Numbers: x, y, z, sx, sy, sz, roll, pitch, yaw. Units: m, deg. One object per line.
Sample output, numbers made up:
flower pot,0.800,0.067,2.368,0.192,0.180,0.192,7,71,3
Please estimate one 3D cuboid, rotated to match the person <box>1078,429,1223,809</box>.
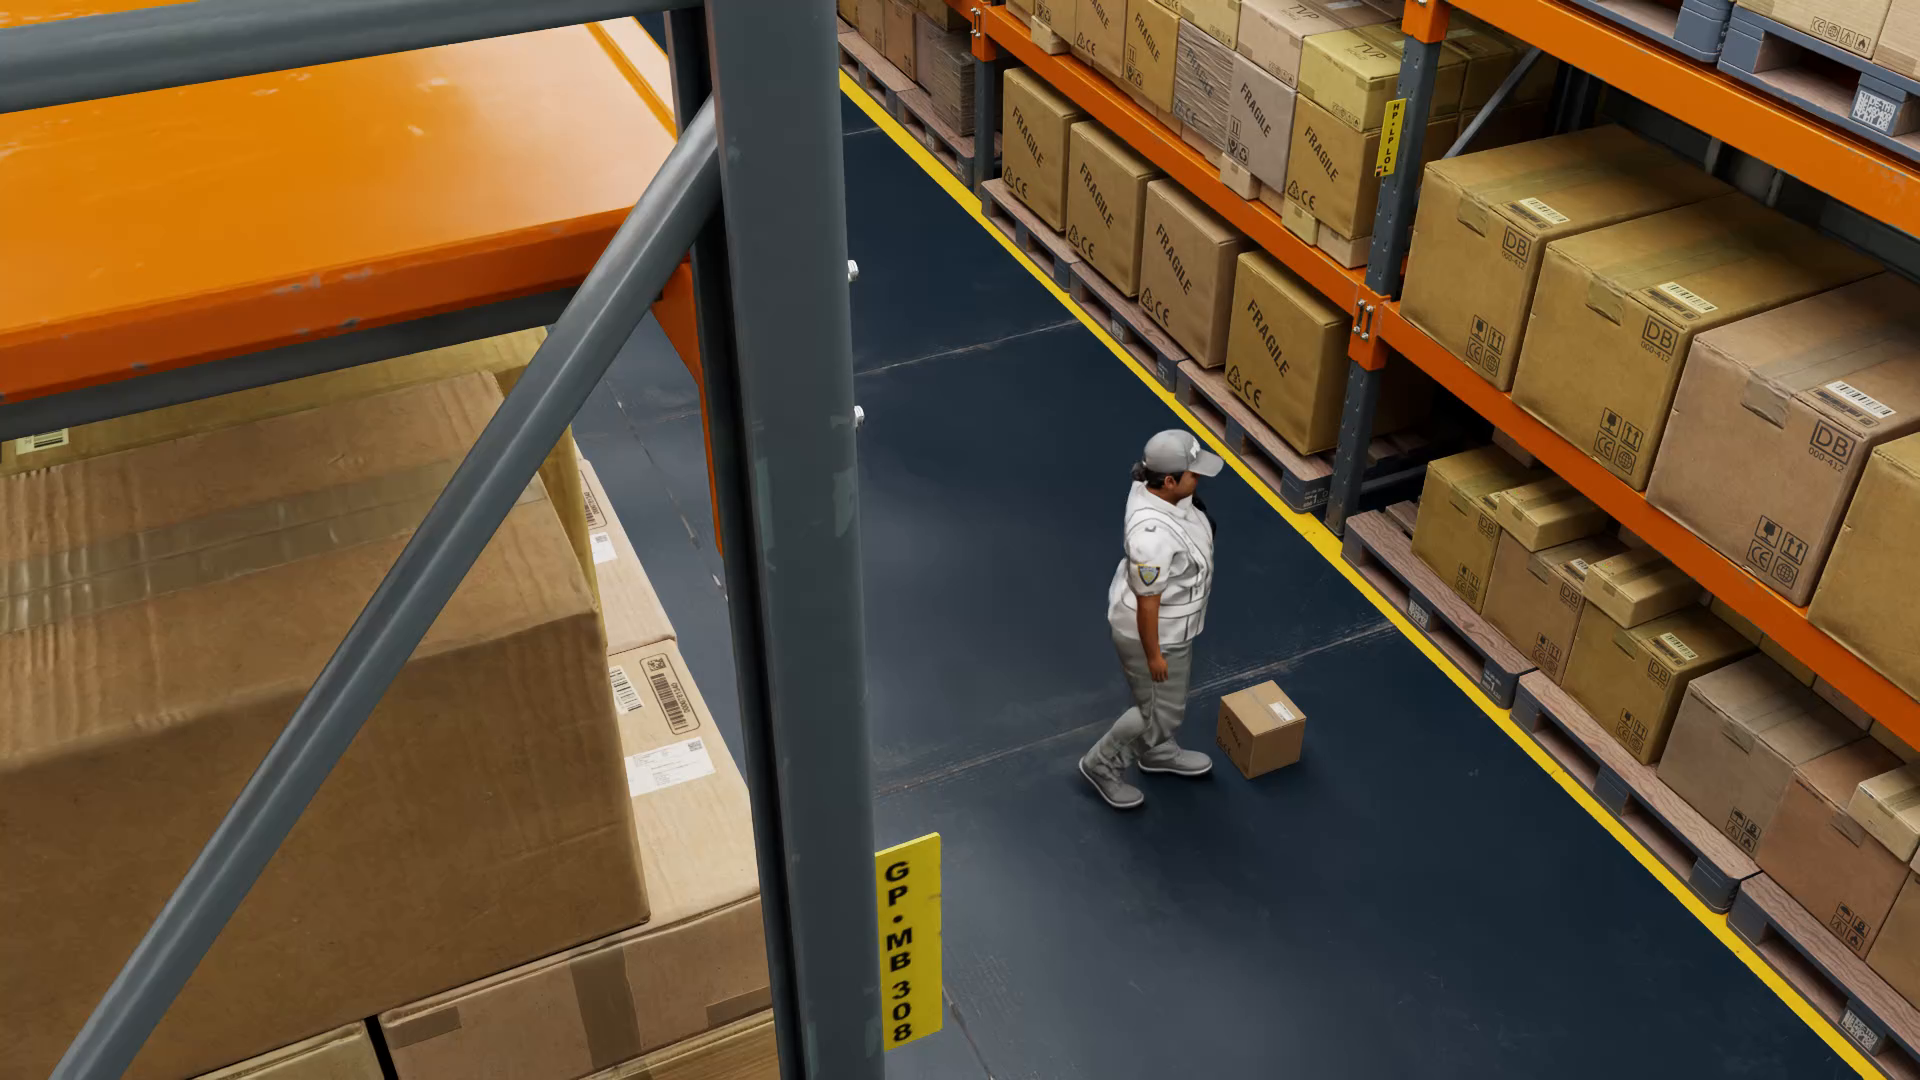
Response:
person,0.752,0.287,6.258,0.537,1.657,0.499,5,38,7
